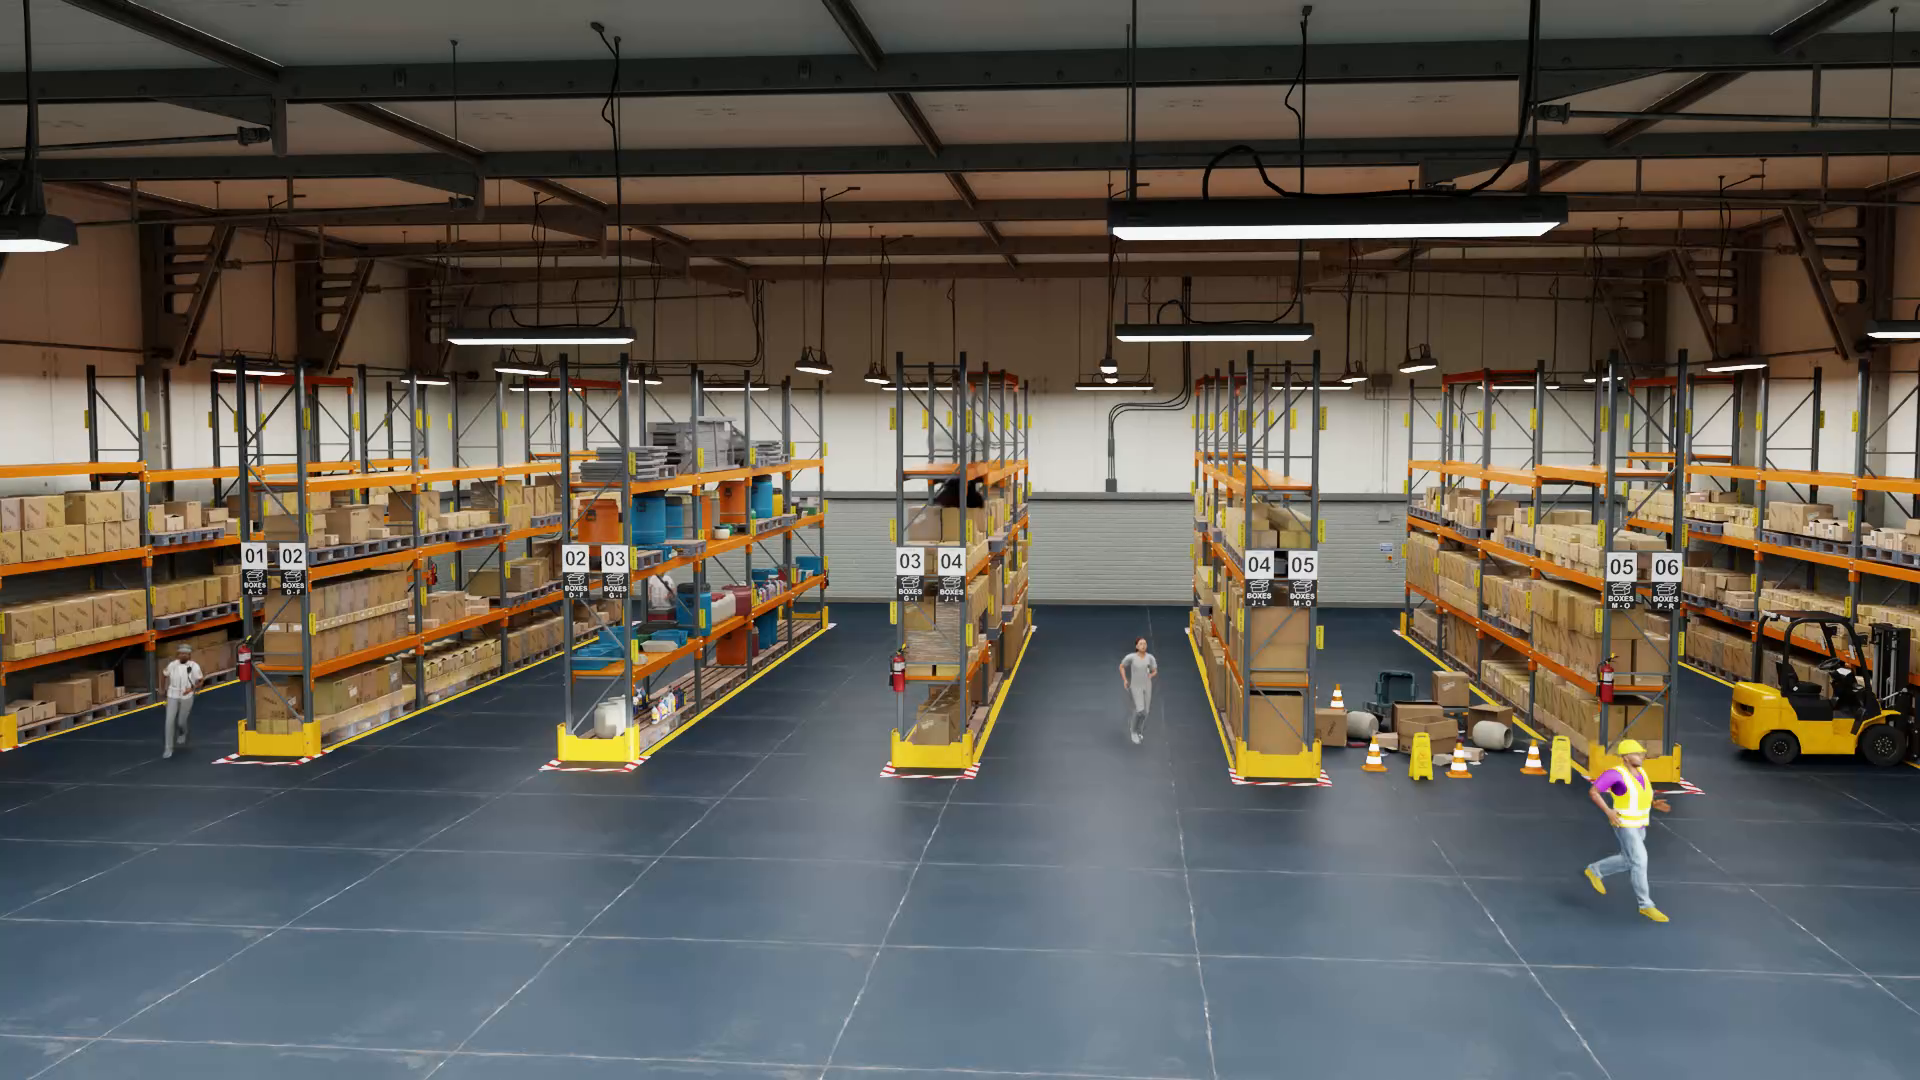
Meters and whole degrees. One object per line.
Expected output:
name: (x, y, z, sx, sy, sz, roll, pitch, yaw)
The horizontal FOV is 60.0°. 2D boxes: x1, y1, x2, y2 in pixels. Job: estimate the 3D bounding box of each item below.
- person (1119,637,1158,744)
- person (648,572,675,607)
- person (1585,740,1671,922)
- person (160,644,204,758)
person: (2.805, 2.329, 25.845, 0.537, 1.659, 0.670, -1, 4, -15)
person: (-6.919, 1.412, 38.407, 0.653, 1.726, 0.631, 0, 4, -7)
person: (6.808, 2.914, 16.965, 0.700, 1.773, 0.968, -3, 5, -38)
person: (-11.770, 2.400, 25.174, 0.617, 1.686, 0.829, -1, 4, -16)
